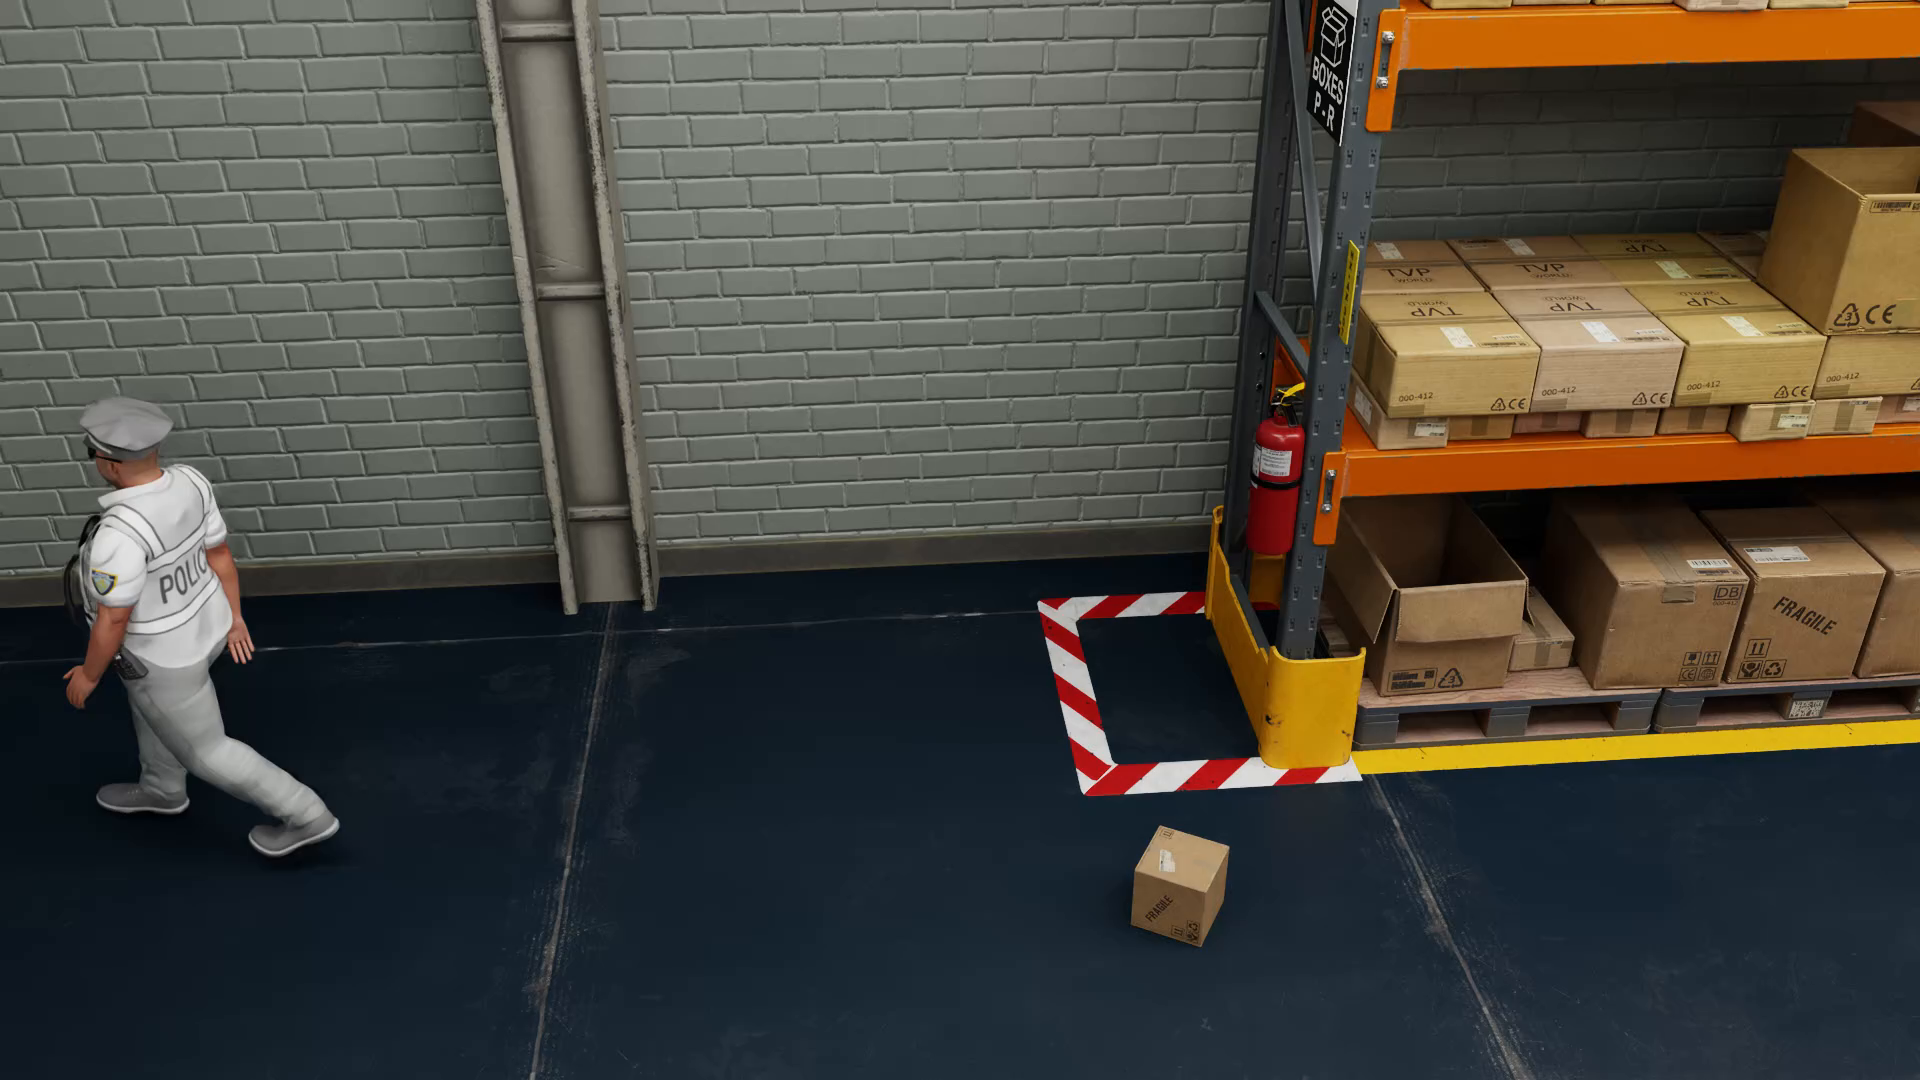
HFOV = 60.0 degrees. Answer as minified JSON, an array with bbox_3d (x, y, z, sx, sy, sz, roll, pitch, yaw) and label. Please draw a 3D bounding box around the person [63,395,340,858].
[{"bbox_3d":[-2.687,0.326,5.564,0.988,1.720,0.542,2,31,4],"label":"person"}]
